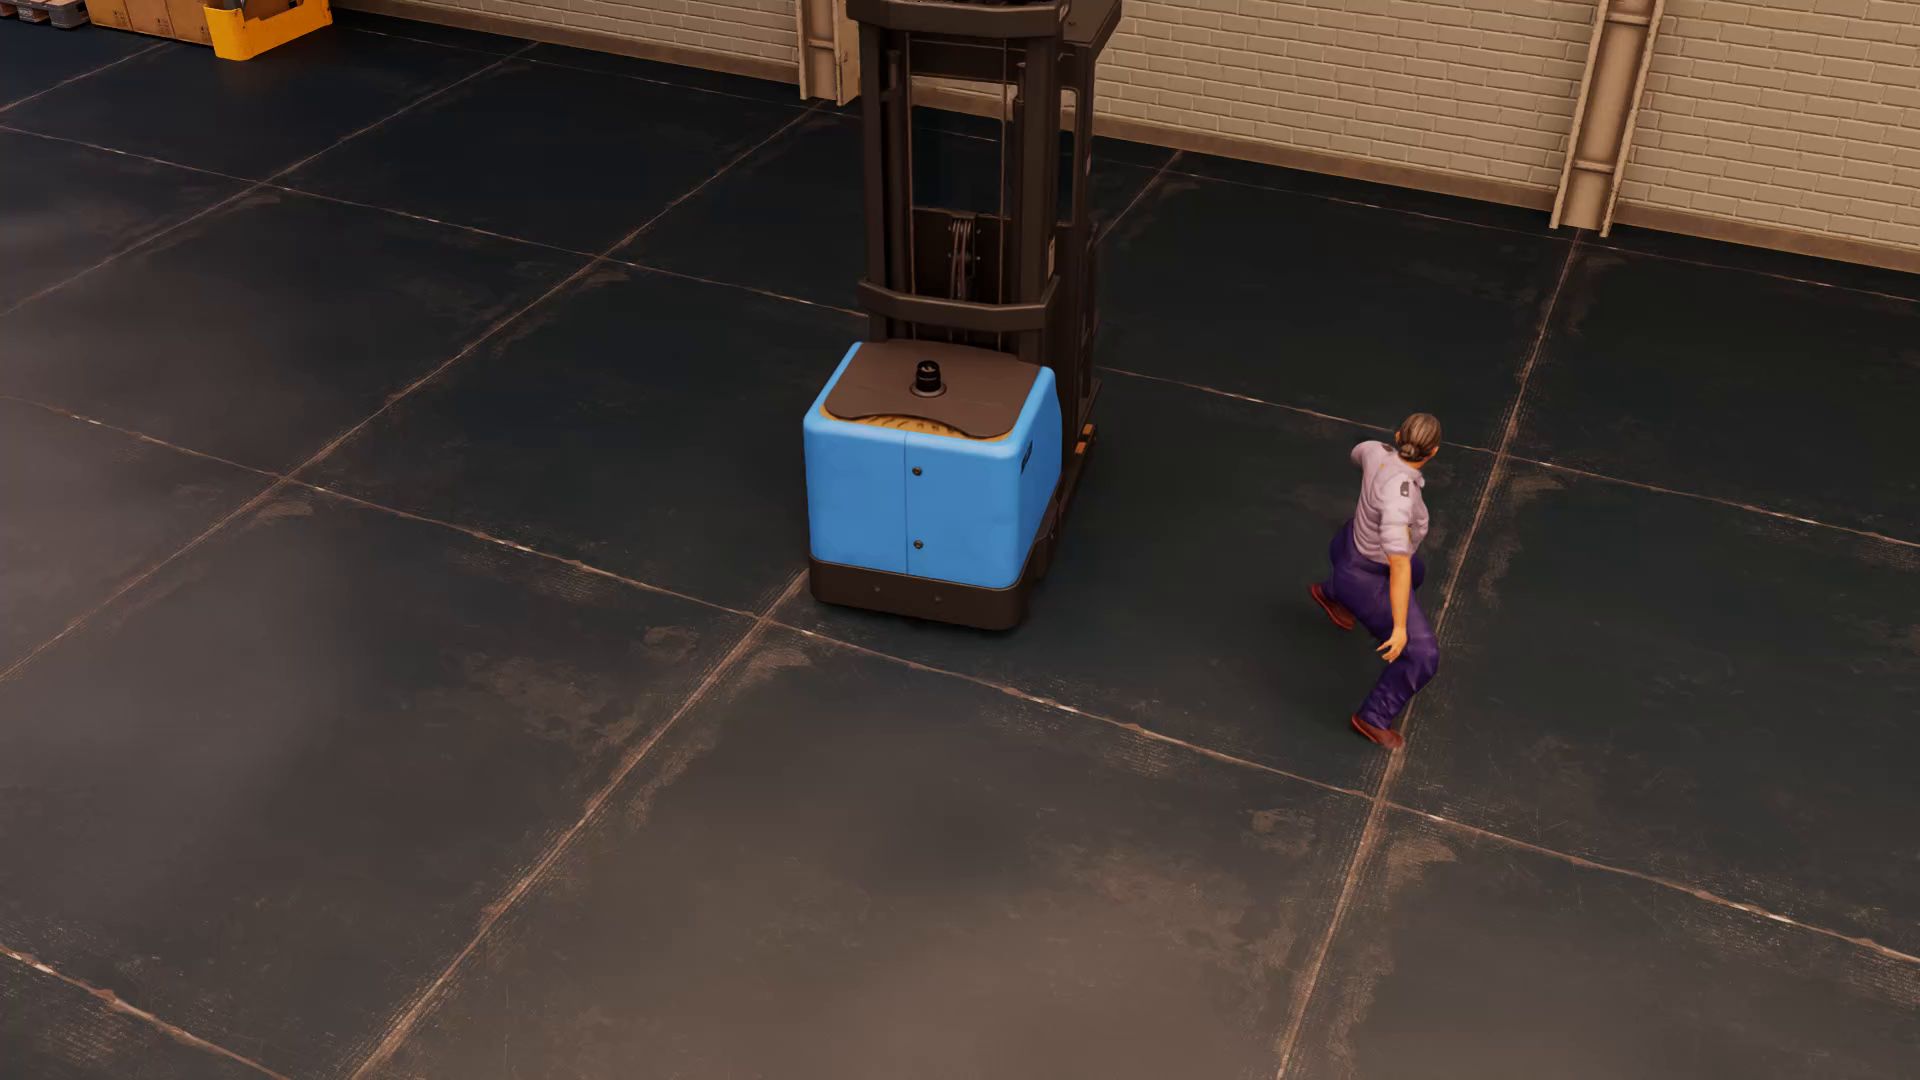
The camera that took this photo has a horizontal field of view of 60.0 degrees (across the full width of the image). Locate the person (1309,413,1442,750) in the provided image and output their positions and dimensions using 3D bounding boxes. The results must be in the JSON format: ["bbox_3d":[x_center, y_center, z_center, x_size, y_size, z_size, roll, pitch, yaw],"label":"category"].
[{"bbox_3d":[1.840,0.133,7.183,0.485,1.543,1.049,4,36,5],"label":"person"}]

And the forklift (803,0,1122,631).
[{"bbox_3d":[0.145,-1.619,8.356,1.130,2.935,3.031,9,36,12],"label":"forklift"}]
